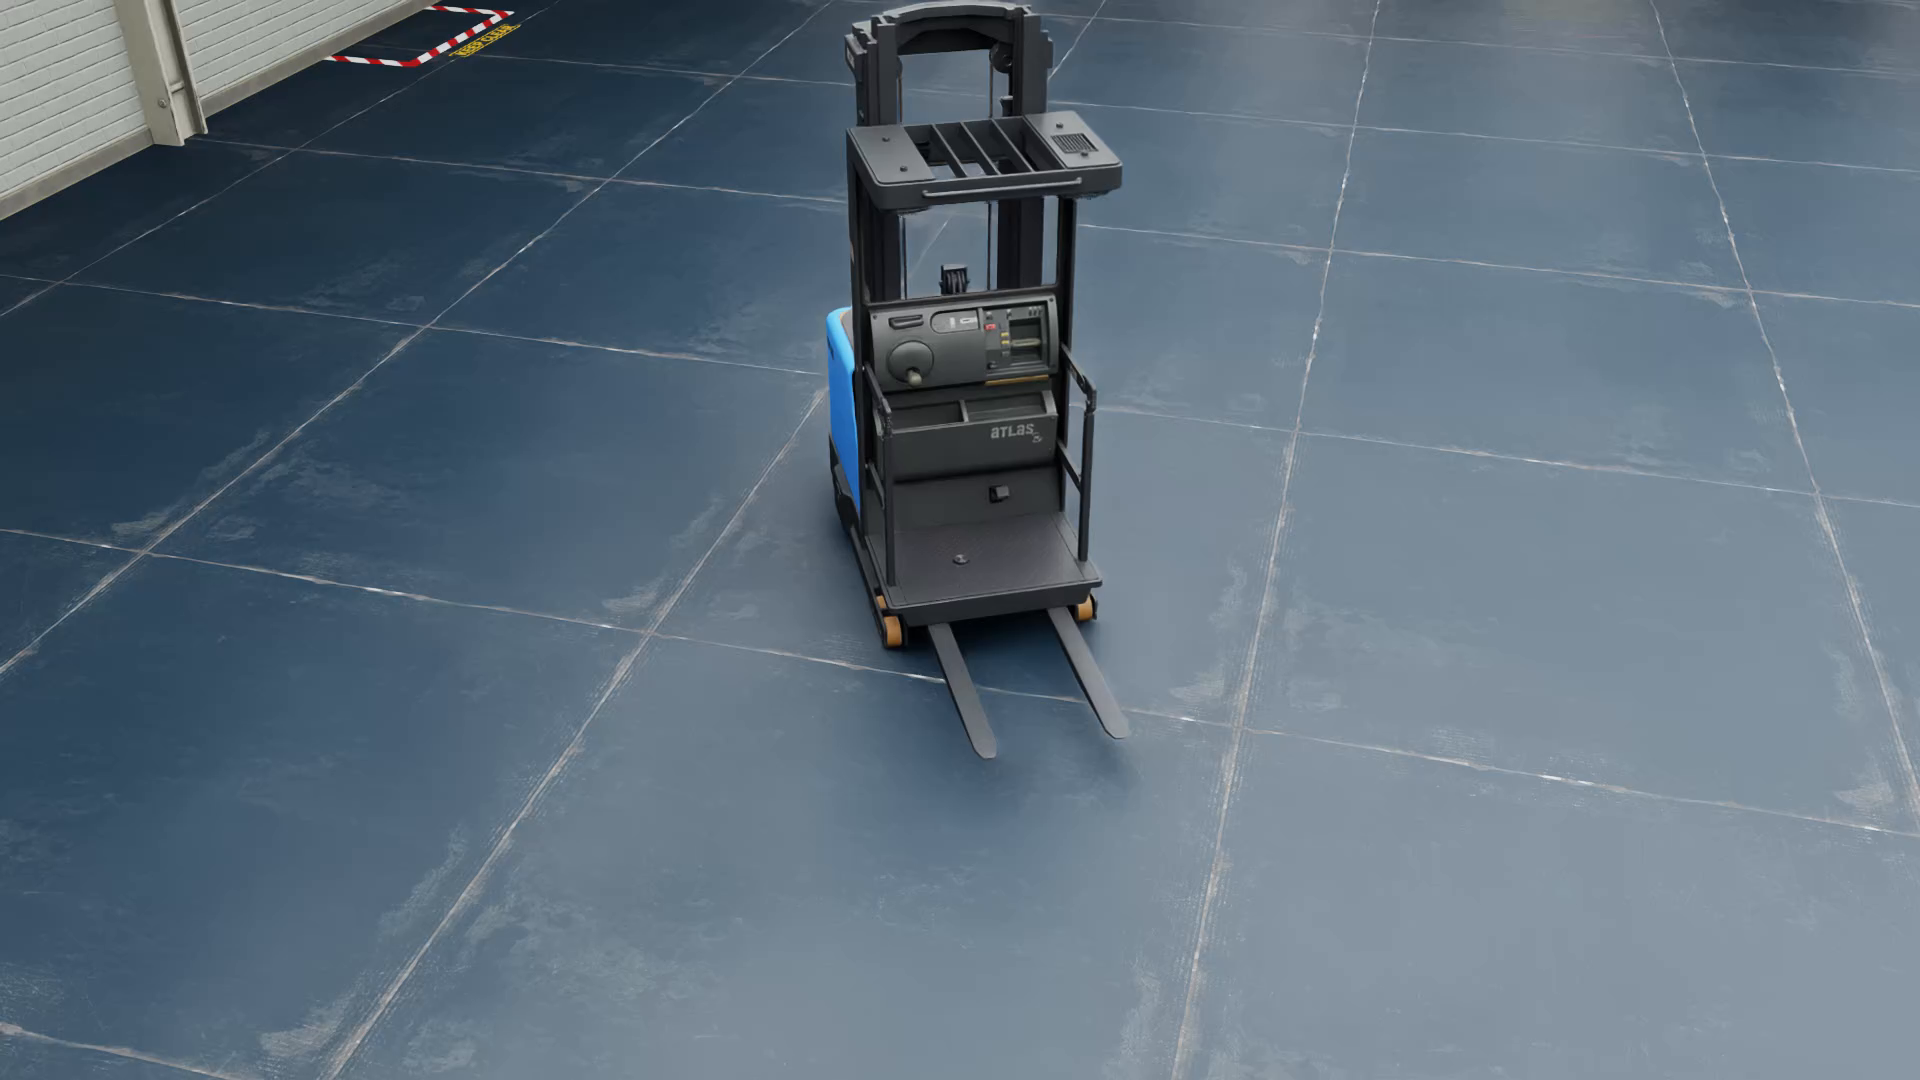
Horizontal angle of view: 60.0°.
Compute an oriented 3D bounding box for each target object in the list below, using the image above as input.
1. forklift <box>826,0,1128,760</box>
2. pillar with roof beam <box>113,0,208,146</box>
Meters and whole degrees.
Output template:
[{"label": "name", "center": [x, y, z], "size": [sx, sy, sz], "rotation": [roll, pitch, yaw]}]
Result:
[{"label": "forklift", "center": [0.077, -0.916, 7.959], "size": [1.130, 2.935, 3.031], "rotation": [-7, 33, -11]}, {"label": "pillar with roof beam", "center": [-2.841, -6.825, 11.599], "size": [9.100, 9.000, 0.400], "rotation": [8, 33, 12]}]
